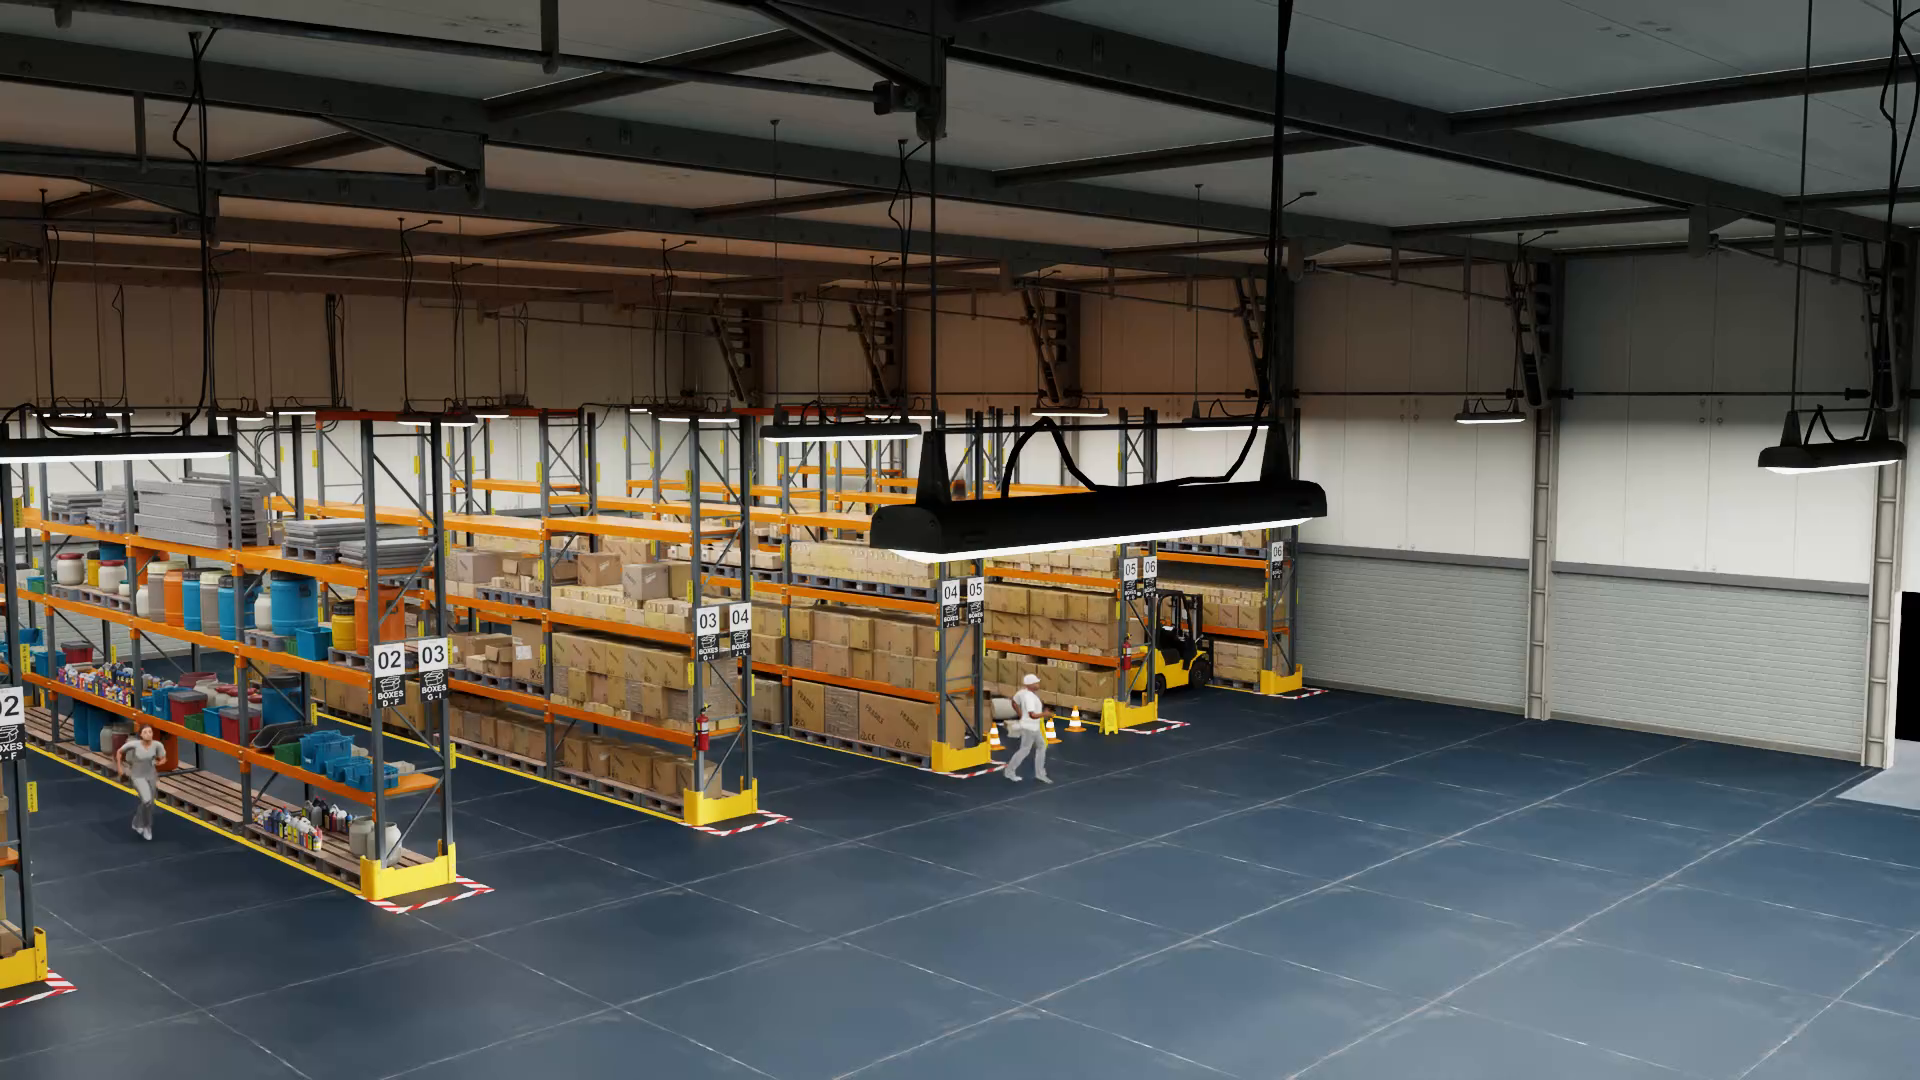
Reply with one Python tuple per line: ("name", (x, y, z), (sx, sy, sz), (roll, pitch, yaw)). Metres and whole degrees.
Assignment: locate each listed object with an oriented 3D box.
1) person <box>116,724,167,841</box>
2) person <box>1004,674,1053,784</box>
("person", (-11.572, 3.413, 23.563), (0.590, 1.654, 0.800), (-5, 7, -44))
("person", (1.105, 3.068, 26.827), (0.802, 1.820, 0.685), (0, 5, 3))
